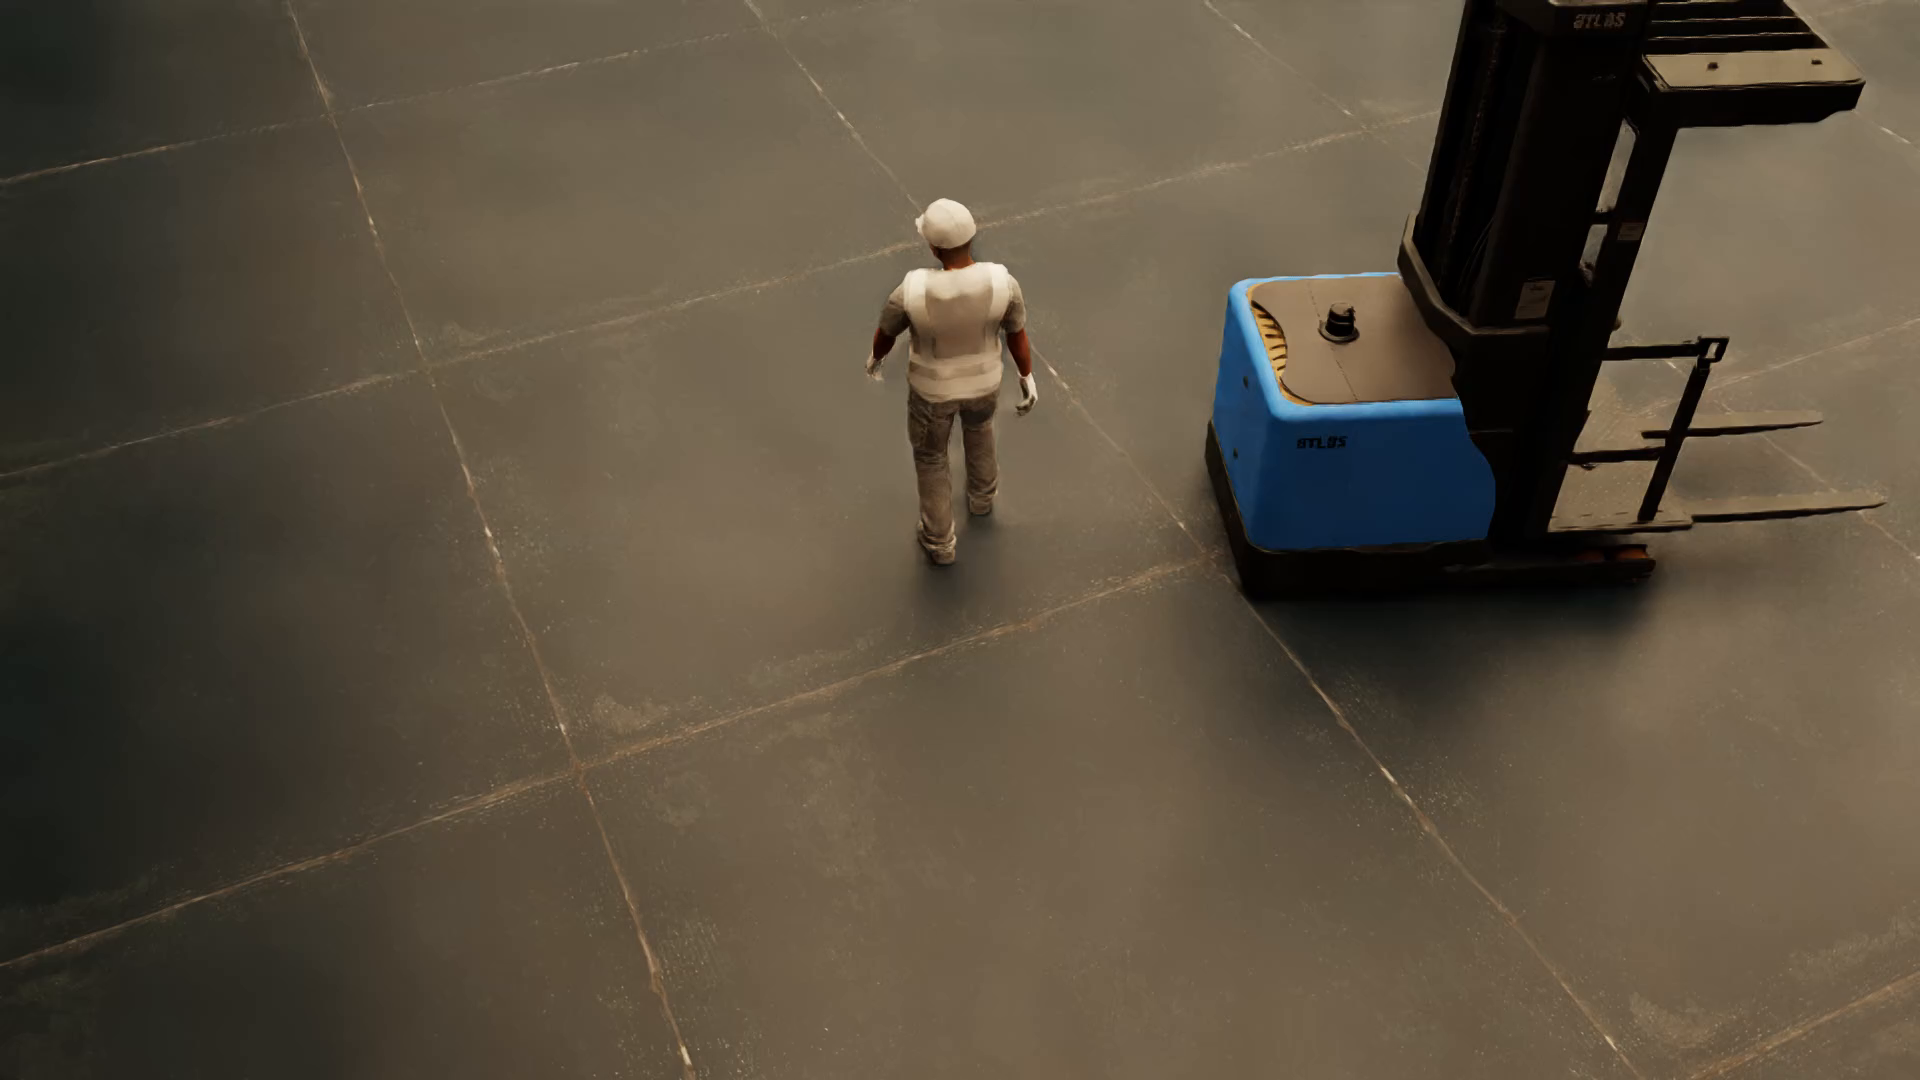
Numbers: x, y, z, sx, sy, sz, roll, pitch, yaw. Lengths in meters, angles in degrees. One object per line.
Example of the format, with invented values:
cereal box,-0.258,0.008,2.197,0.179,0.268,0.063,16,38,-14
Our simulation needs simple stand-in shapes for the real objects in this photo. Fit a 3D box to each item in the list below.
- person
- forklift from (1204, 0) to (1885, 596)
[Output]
person,-0.033,-0.730,7.340,0.707,1.755,0.587,-10,44,-11
forklift,2.745,-1.224,6.992,3.031,2.935,1.130,-3,43,-3
